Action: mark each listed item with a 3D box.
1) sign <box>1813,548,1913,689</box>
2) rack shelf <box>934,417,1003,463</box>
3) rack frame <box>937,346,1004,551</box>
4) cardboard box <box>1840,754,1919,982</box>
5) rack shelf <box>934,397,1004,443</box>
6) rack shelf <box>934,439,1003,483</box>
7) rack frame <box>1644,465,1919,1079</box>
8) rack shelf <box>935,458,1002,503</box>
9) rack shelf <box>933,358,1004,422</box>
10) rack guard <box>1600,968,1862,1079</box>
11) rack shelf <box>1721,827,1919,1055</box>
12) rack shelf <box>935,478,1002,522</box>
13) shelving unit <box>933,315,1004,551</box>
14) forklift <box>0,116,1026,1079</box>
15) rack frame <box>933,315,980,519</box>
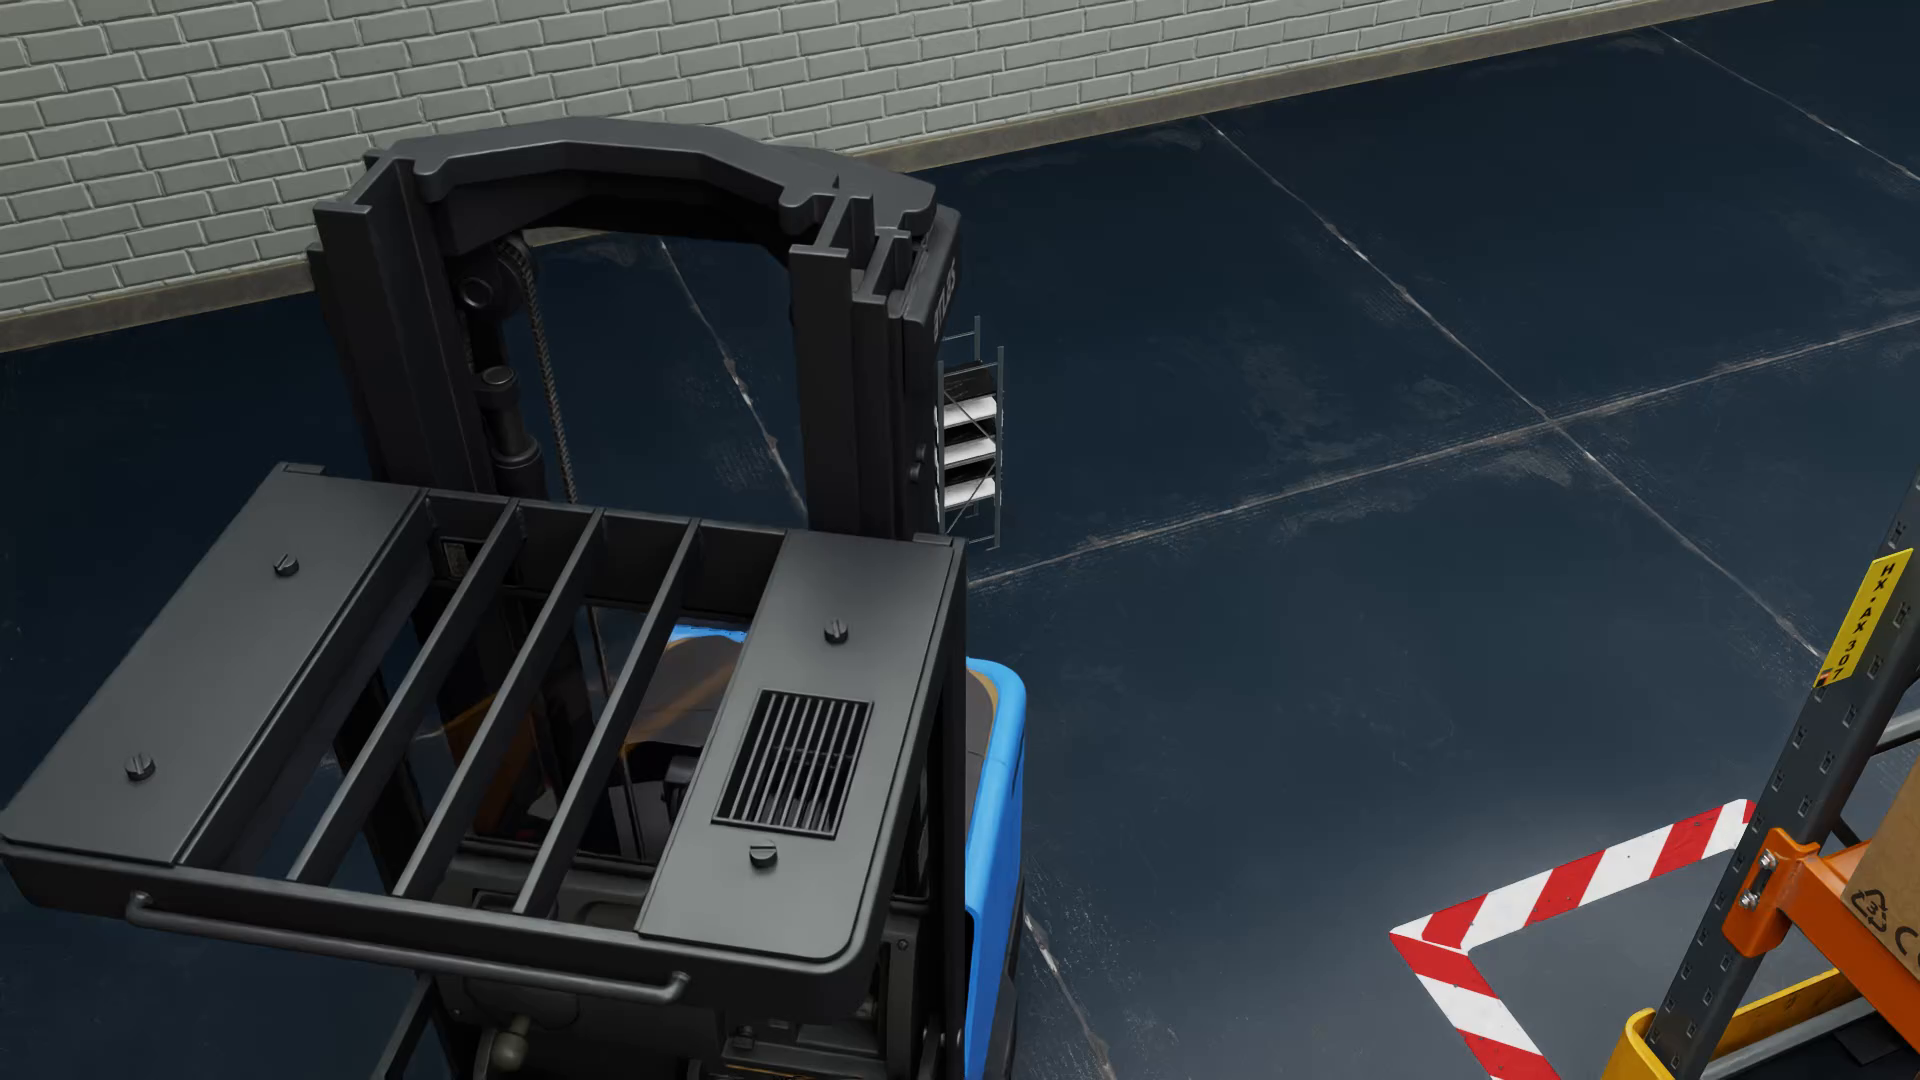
[{"bbox_3d":[1.689,0.150,3.111,0.100,0.325,0.005,-15,43,-17],"label":"sign"},{"bbox_3d":[-0.003,-0.389,5.925,0.258,0.077,0.200,-15,43,-17],"label":"rack shelf"},{"bbox_3d":[0.036,-0.285,5.891,0.240,0.900,0.006,-15,43,-17],"label":"rack frame"},{"bbox_3d":[2.117,0.638,3.131,0.500,0.500,0.500,-14,43,-16],"label":"cardboard box"},{"bbox_3d":[-0.003,-0.457,5.867,0.258,0.077,0.200,-15,43,-17],"label":"rack shelf"},{"bbox_3d":[-0.003,-0.321,5.984,0.258,0.077,0.200,-15,43,-17],"label":"rack shelf"},{"bbox_3d":[2.190,0.343,3.551,1.000,3.000,0.127,-15,43,-17],"label":"rack frame"},{"bbox_3d":[-0.003,-0.253,6.043,0.258,0.077,0.200,-15,43,-17],"label":"rack shelf"},{"bbox_3d":[-0.003,-0.526,5.808,0.258,0.077,0.200,-15,43,-17],"label":"rack shelf"},{"bbox_3d":[2.220,1.336,4.313,1.175,0.500,0.348,-15,43,-17],"label":"rack guard"},{"bbox_3d":[2.956,1.820,2.384,1.077,0.370,4.000,-15,43,-17],"label":"rack shelf"},{"bbox_3d":[-0.003,-0.184,6.101,0.258,0.077,0.200,-15,43,-17],"label":"rack shelf"},{"bbox_3d":[-0.003,-0.346,5.962,0.258,0.900,0.210,-15,43,-17],"label":"shelving unit"},{"bbox_3d":[-0.575,0.912,2.942,1.130,2.935,3.031,6,41,7],"label":"forklift"},{"bbox_3d":[-0.042,-0.407,6.034,0.240,0.900,0.006,-15,43,-17],"label":"rack frame"}]
